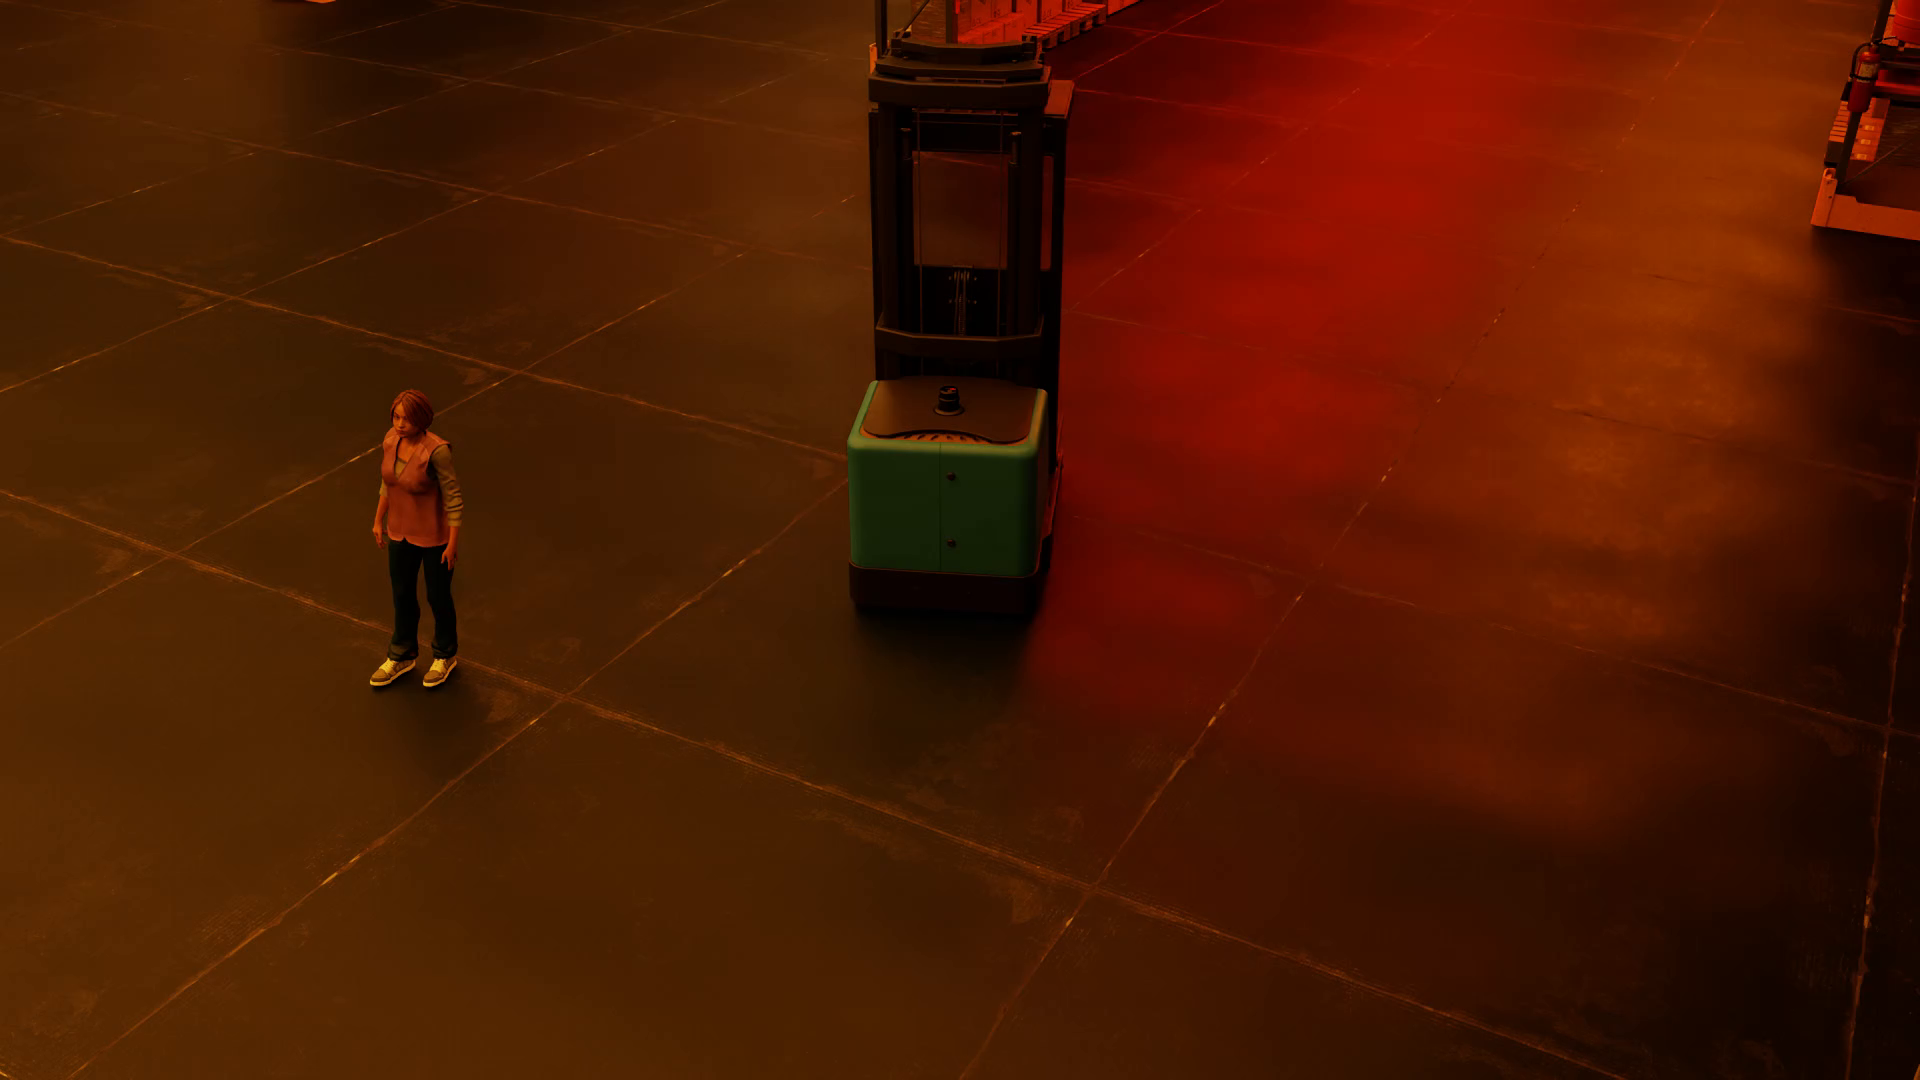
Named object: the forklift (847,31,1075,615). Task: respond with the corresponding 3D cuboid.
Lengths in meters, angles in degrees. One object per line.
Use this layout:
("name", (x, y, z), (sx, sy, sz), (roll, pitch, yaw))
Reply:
("forklift", (0.072, -1.572, 9.794), (1.130, 2.935, 3.031), (3, 30, 6))

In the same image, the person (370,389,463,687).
("person", (-2.760, 0.016, 8.362), (0.521, 1.597, 0.474), (12, 32, 20))
